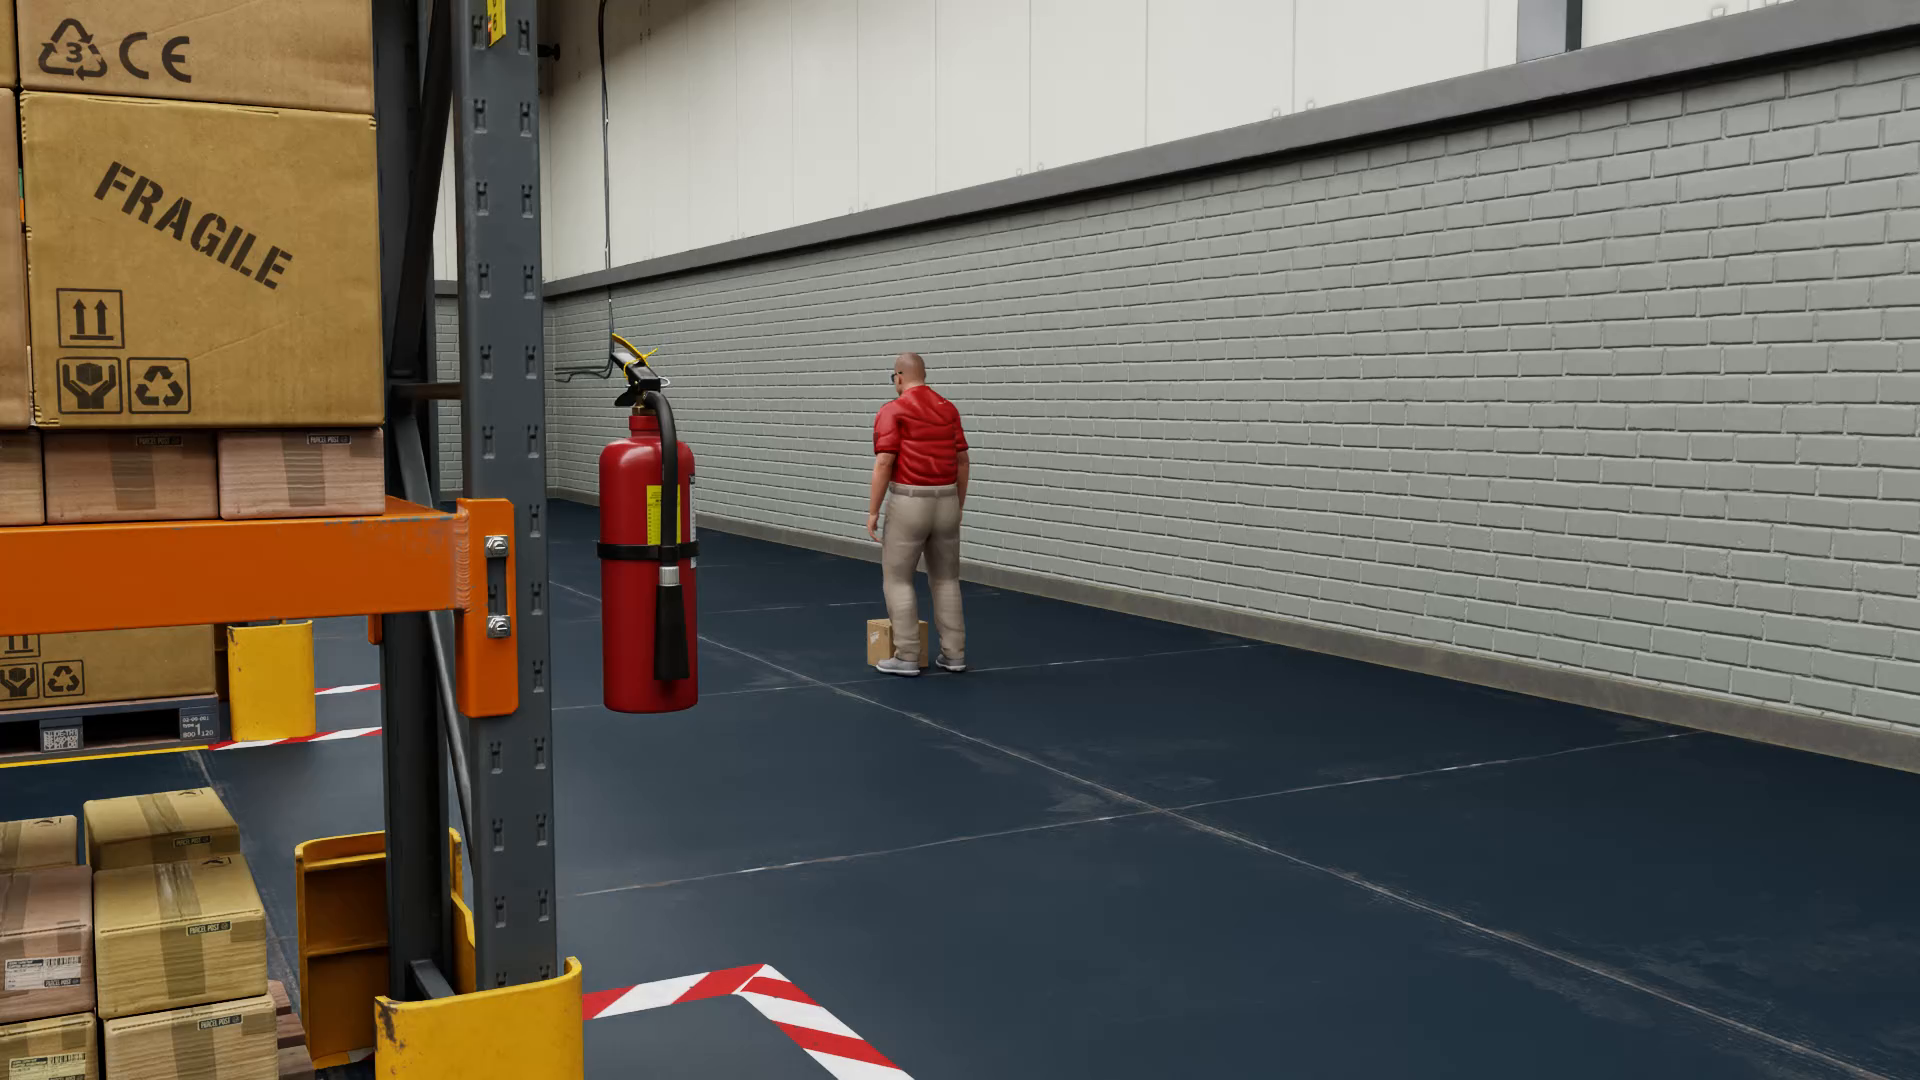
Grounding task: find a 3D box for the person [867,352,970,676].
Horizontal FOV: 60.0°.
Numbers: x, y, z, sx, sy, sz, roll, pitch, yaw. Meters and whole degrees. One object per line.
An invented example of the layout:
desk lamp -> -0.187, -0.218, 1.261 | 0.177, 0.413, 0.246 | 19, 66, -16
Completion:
person -> -0.218, -0.143, 8.957 | 0.602, 1.728, 0.384 | -3, 6, -31
